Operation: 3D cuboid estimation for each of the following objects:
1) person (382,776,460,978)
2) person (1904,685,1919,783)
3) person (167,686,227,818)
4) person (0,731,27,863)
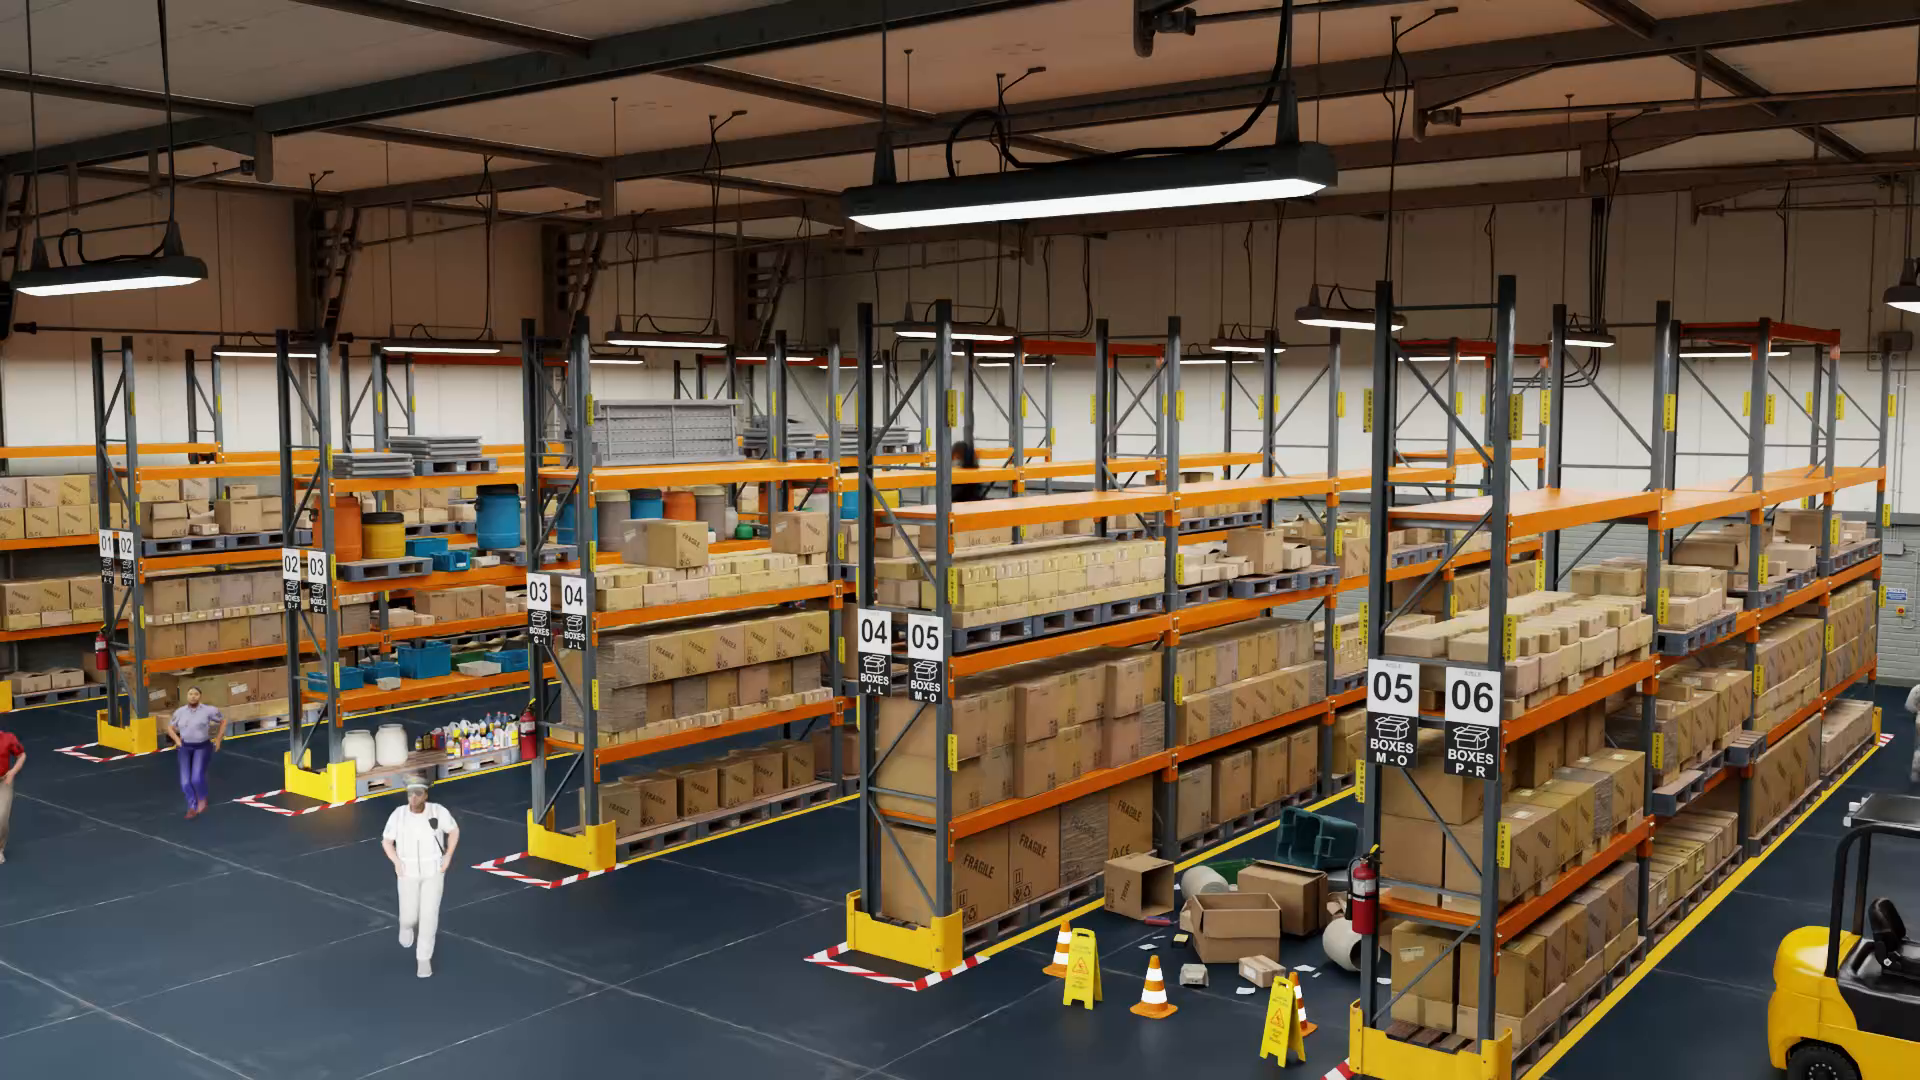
[{"bbox_3d":[-4.880,2.993,15.088,0.668,1.776,0.782,-1,5,-15],"label":"person"},{"bbox_3d":[12.736,2.442,21.821,0.622,1.649,0.717,4,6,40],"label":"person"},{"bbox_3d":[-9.362,2.597,20.348,0.646,1.621,0.551,-1,5,-7],"label":"person"},{"bbox_3d":[-10.667,2.729,18.339,0.675,1.694,0.594,-3,6,-28],"label":"person"}]
